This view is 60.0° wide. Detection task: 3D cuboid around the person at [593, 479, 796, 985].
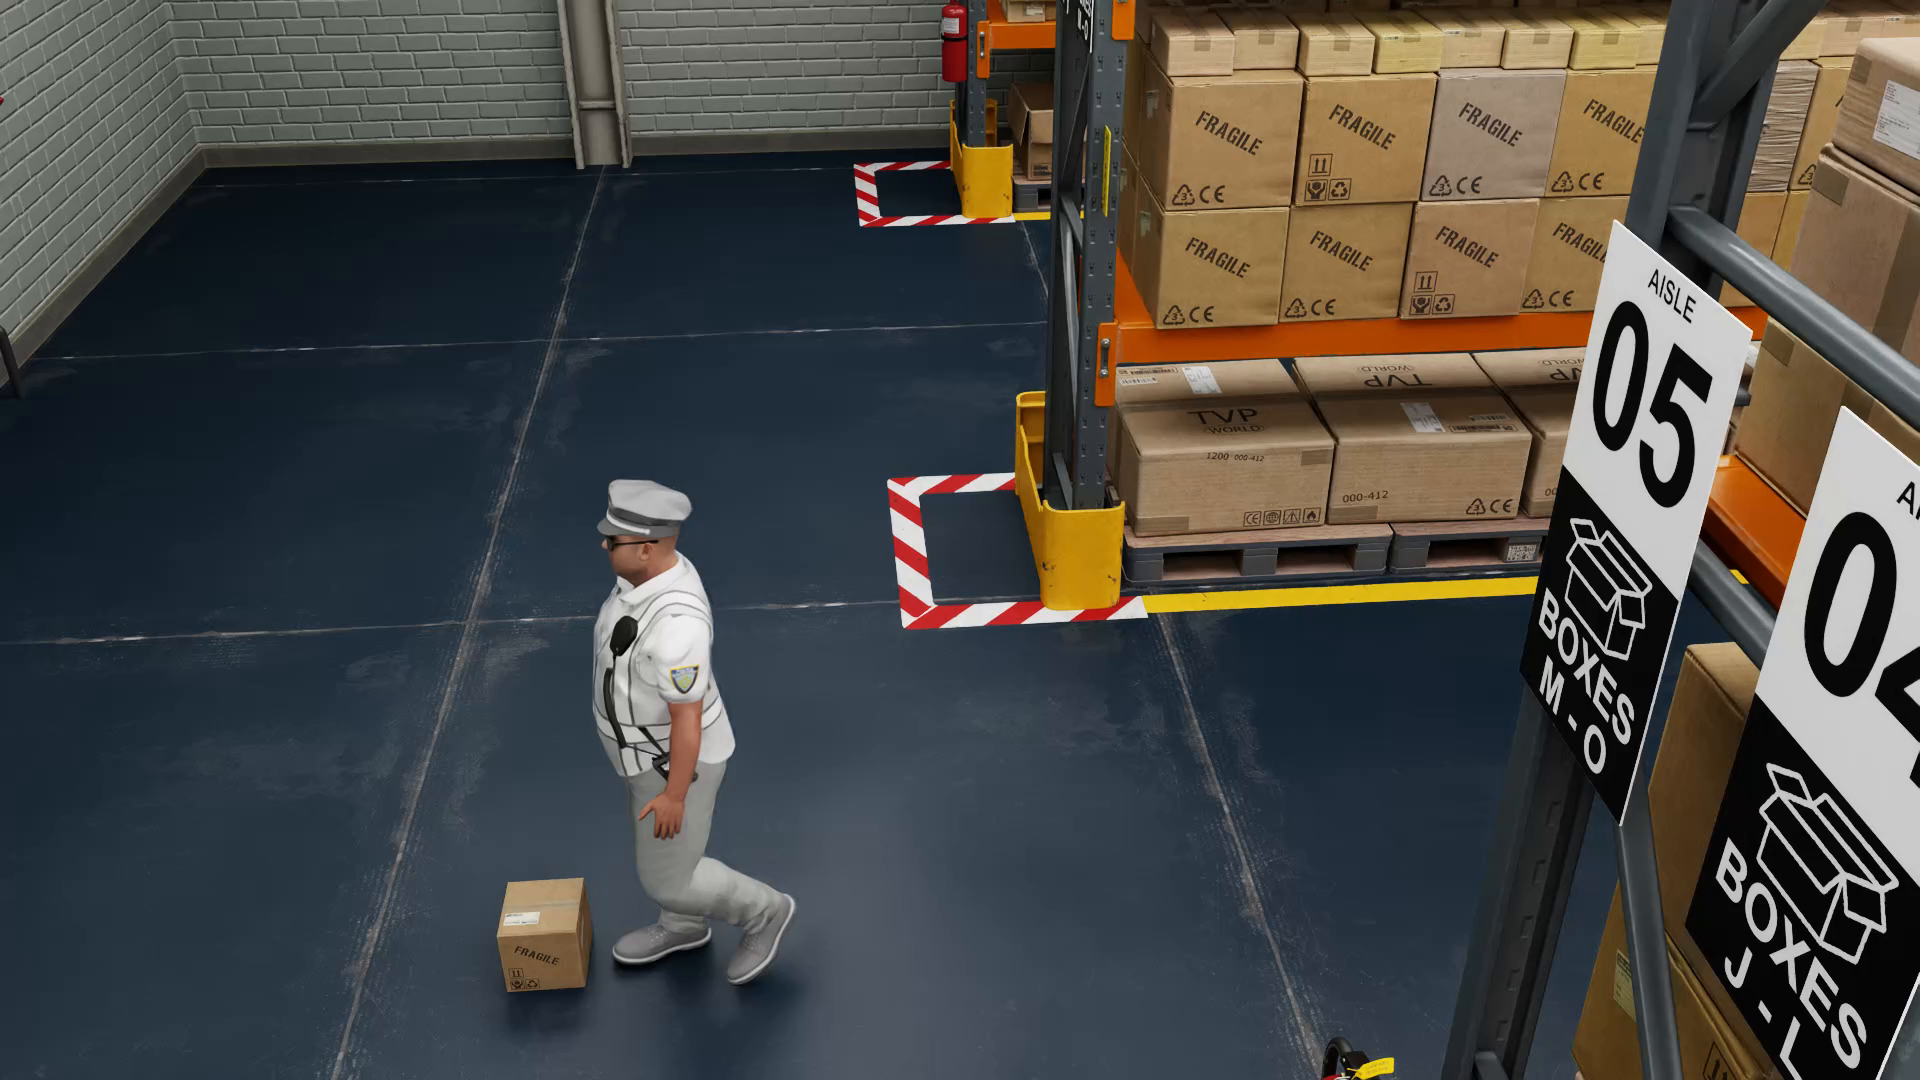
[{"bbox_3d":[-0.844,0.611,5.065,0.584,1.767,0.561,-11,33,-18],"label":"person"}]
